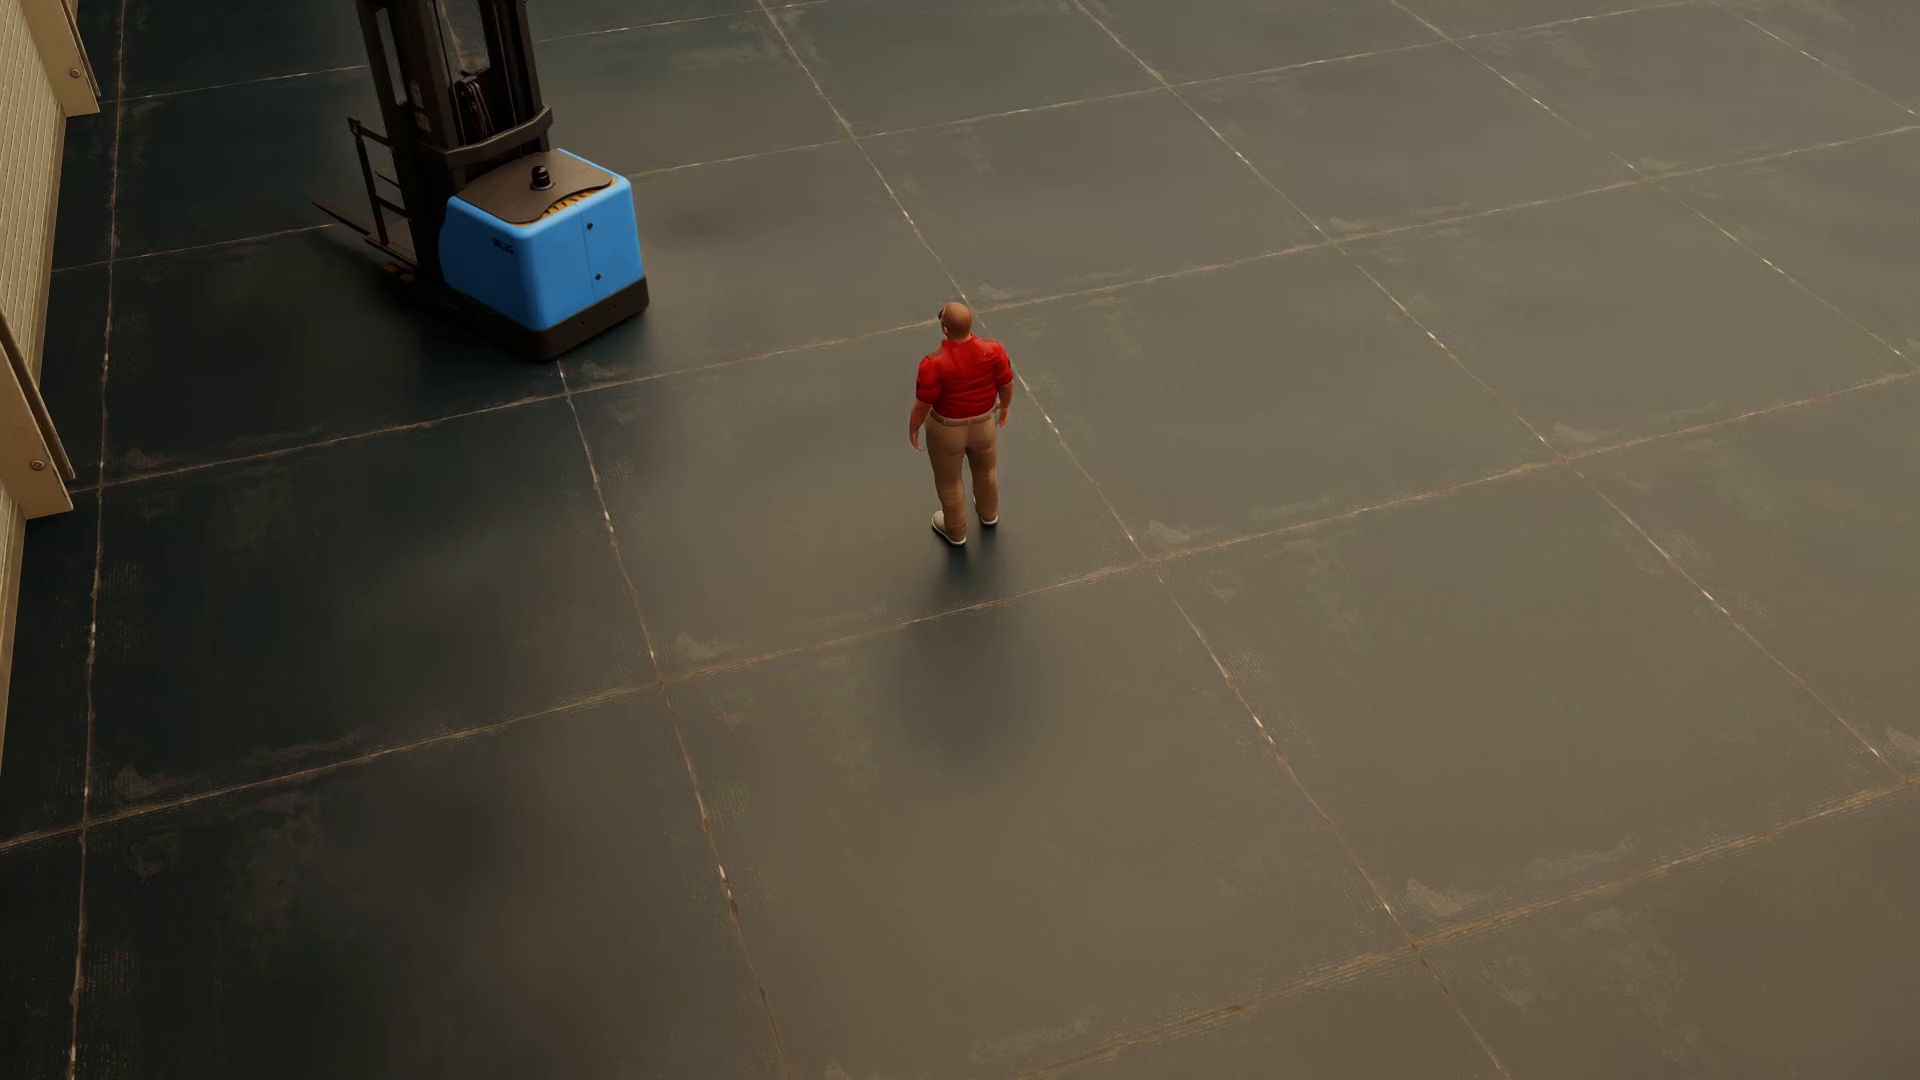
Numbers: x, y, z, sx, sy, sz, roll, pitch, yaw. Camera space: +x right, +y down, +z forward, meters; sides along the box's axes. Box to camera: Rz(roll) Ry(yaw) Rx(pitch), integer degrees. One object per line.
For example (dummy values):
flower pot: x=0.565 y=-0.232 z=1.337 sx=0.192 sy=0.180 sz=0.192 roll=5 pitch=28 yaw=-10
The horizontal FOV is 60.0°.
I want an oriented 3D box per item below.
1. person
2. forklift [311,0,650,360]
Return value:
person: x=-0.020 y=-0.726 z=9.782 sx=0.641 sy=1.728 sz=0.549 roll=-13 pitch=42 yaw=-15
forklift: x=-3.744 y=-3.182 z=11.786 sx=3.031 sy=2.935 sz=1.130 roll=28 pitch=47 yaw=29
